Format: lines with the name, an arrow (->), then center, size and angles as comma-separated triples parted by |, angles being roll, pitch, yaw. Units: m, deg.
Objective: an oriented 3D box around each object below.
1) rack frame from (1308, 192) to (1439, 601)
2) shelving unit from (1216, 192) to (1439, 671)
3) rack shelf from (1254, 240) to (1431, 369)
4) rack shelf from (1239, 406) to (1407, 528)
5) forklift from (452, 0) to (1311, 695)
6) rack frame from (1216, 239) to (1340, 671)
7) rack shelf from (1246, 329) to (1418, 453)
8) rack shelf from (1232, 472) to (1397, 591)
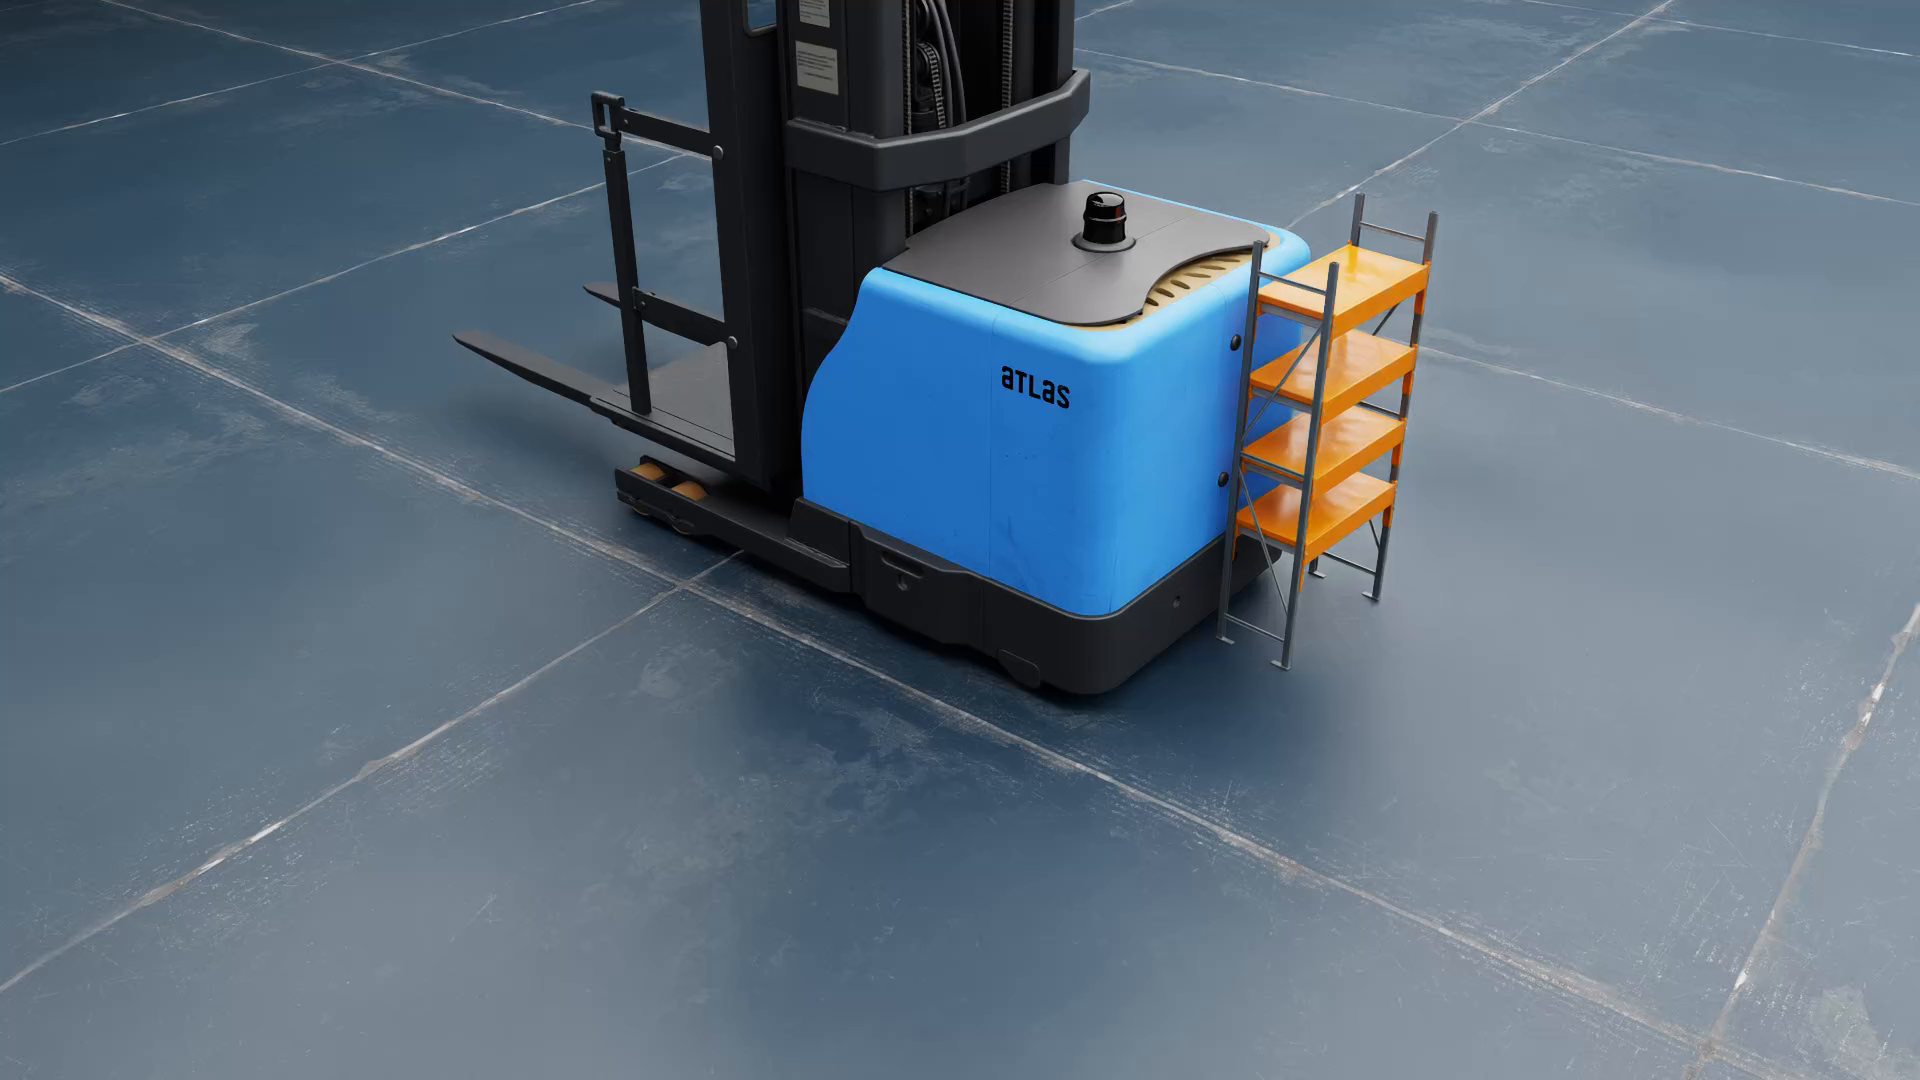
rack frame -> 1.158, -0.378, 4.710 | 0.240, 1.200, 0.015 | 25, 39, 36
shelving unit -> 0.993, -0.286, 4.556 | 0.258, 1.200, 0.503 | 25, 39, 36
rack shelf -> 0.993, -0.624, 4.355 | 0.258, 0.148, 0.480 | 25, 39, 36
rack shelf -> 0.993, -0.228, 4.590 | 0.258, 0.148, 0.480 | 25, 39, 36
forklift -> -0.480, -1.463, 4.843 | 3.031, 2.935, 1.130 | 23, 38, 33
rack frame -> 0.828, -0.194, 4.401 | 0.240, 1.200, 0.015 | 25, 39, 36
rack shelf -> 0.993, -0.421, 4.476 | 0.258, 0.148, 0.480 | 25, 39, 36
rack shelf -> 0.993, -0.057, 4.691 | 0.258, 0.148, 0.480 | 25, 39, 36
